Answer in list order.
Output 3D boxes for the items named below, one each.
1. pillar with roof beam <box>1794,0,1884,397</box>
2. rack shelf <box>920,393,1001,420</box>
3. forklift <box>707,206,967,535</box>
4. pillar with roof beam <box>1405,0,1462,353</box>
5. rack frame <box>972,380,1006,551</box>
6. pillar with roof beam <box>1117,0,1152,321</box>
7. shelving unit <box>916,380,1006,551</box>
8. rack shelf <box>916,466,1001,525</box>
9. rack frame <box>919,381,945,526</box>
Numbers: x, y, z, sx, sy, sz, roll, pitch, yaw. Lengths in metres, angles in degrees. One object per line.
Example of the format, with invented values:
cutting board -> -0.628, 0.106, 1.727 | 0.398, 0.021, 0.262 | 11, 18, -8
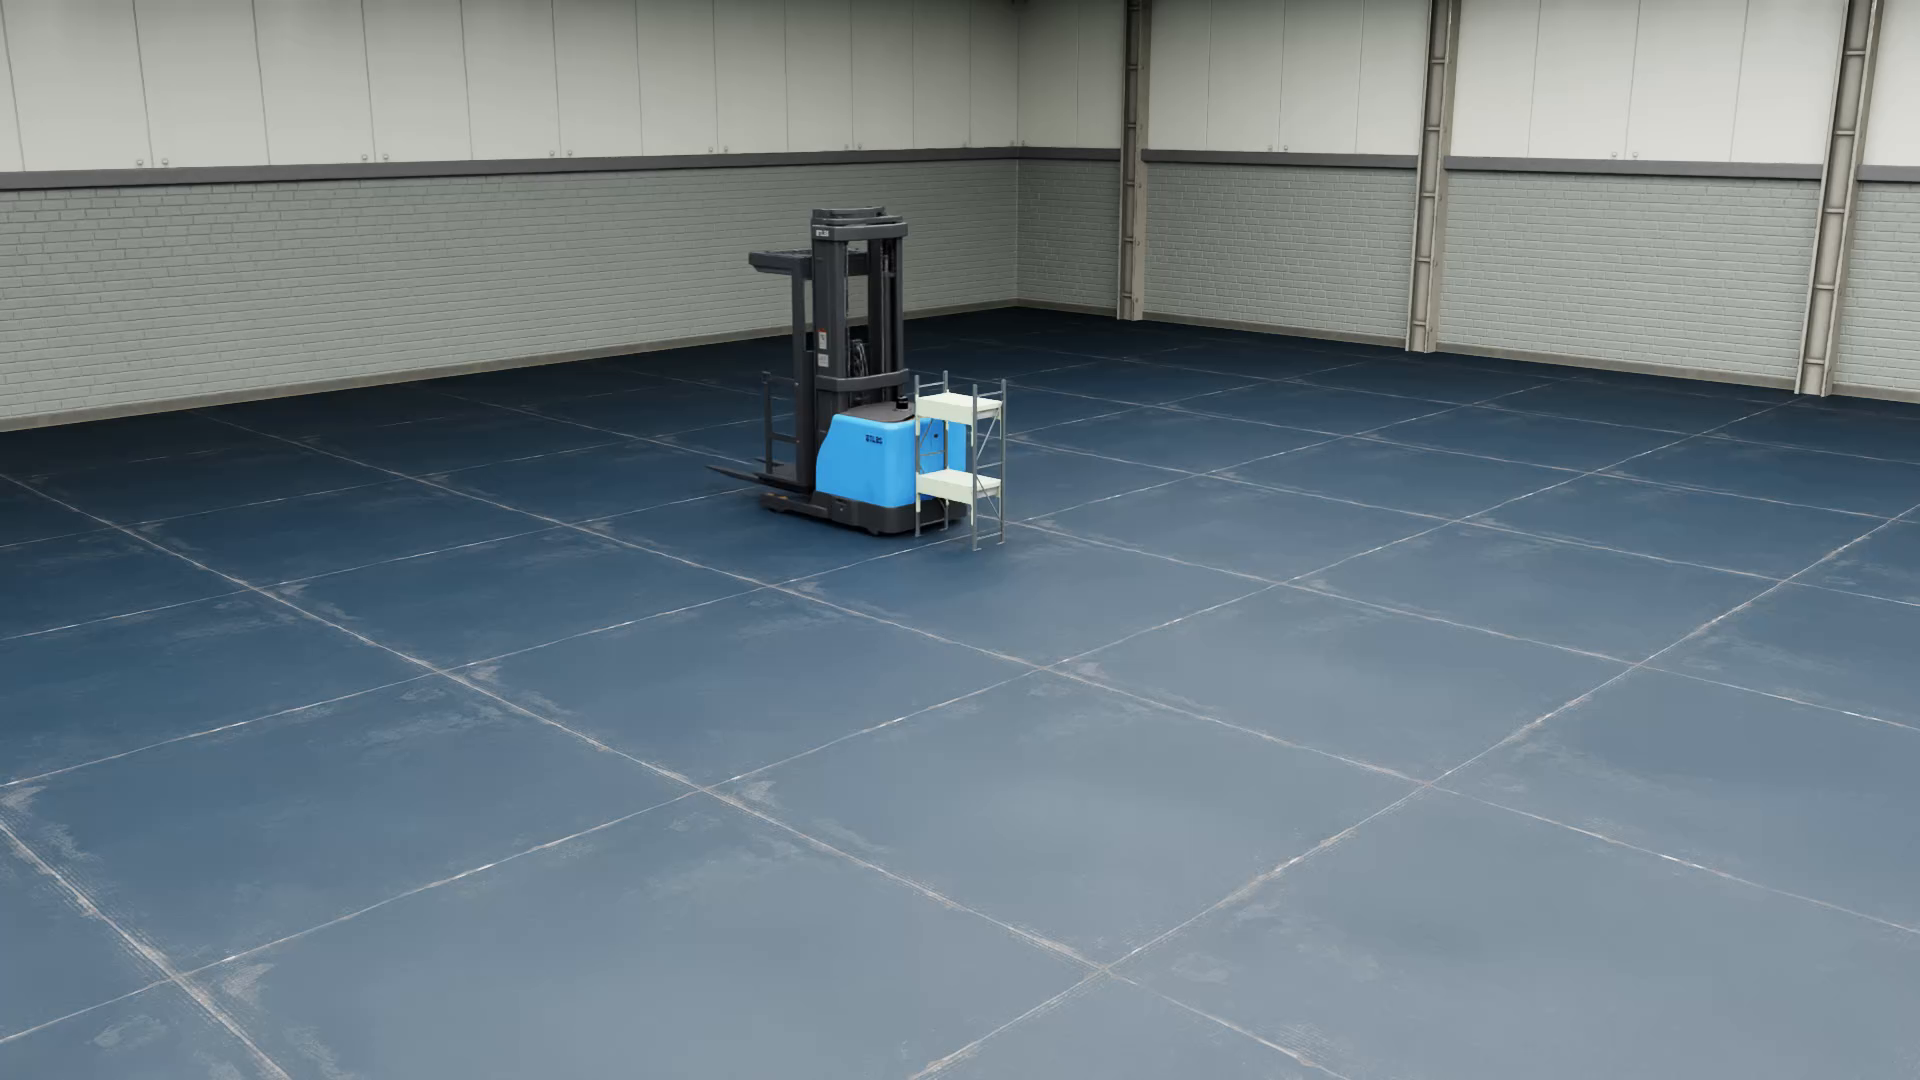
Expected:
pillar with roof beam -> 8.828, -5.602, 18.902 | 0.400, 9.000, 9.100 | 14, 20, 42
rack shelf -> -0.001, -1.198, 14.939 | 0.686, 0.124, 0.368 | 14, 20, 43
forklift -> -1.332, -1.762, 16.199 | 3.031, 2.935, 1.130 | 14, 20, 43
pillar with roof beam -> 4.509, -6.652, 22.932 | 0.400, 9.000, 9.100 | 14, 20, 42
rack frame -> 0.259, -0.661, 14.813 | 0.023, 1.500, 0.400 | 14, 20, 43
pillar with roof beam -> 0.190, -7.702, 26.962 | 0.400, 9.000, 9.100 | 14, 20, 42
shelving unit -> 0.001, -0.725, 15.060 | 0.748, 1.500, 0.431 | 14, 20, 43
rack shelf -> -0.001, -0.411, 15.144 | 0.720, 0.370, 0.431 | 14, 20, 43
rack frame -> -0.263, -0.791, 15.310 | 0.010, 1.308, 0.380 | 14, 20, 43
